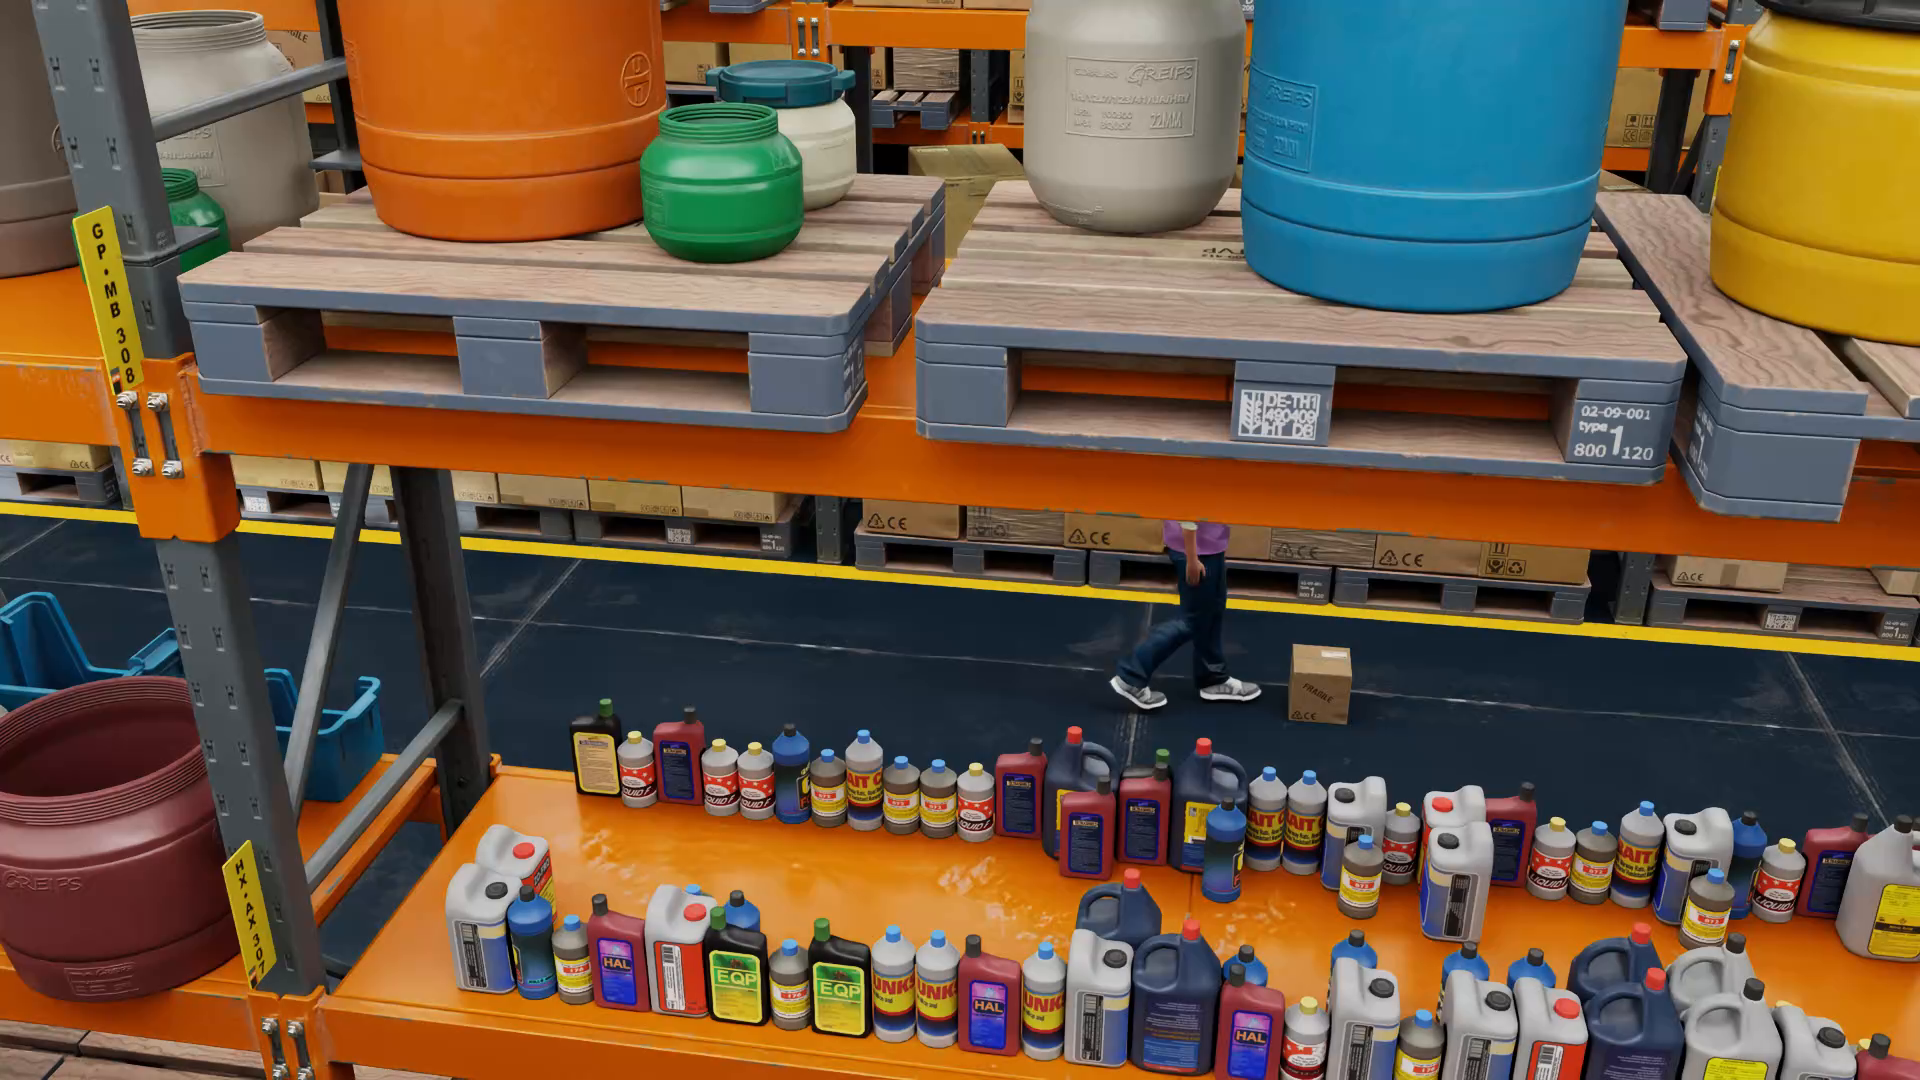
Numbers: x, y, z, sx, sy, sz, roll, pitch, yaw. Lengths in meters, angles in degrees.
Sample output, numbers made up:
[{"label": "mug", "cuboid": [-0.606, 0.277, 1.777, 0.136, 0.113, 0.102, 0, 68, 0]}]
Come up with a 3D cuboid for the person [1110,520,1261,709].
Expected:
[{"label": "person", "cuboid": [1.006, 0.012, 7.088, 0.671, 1.567, 0.430, 3, 25, 6]}]
